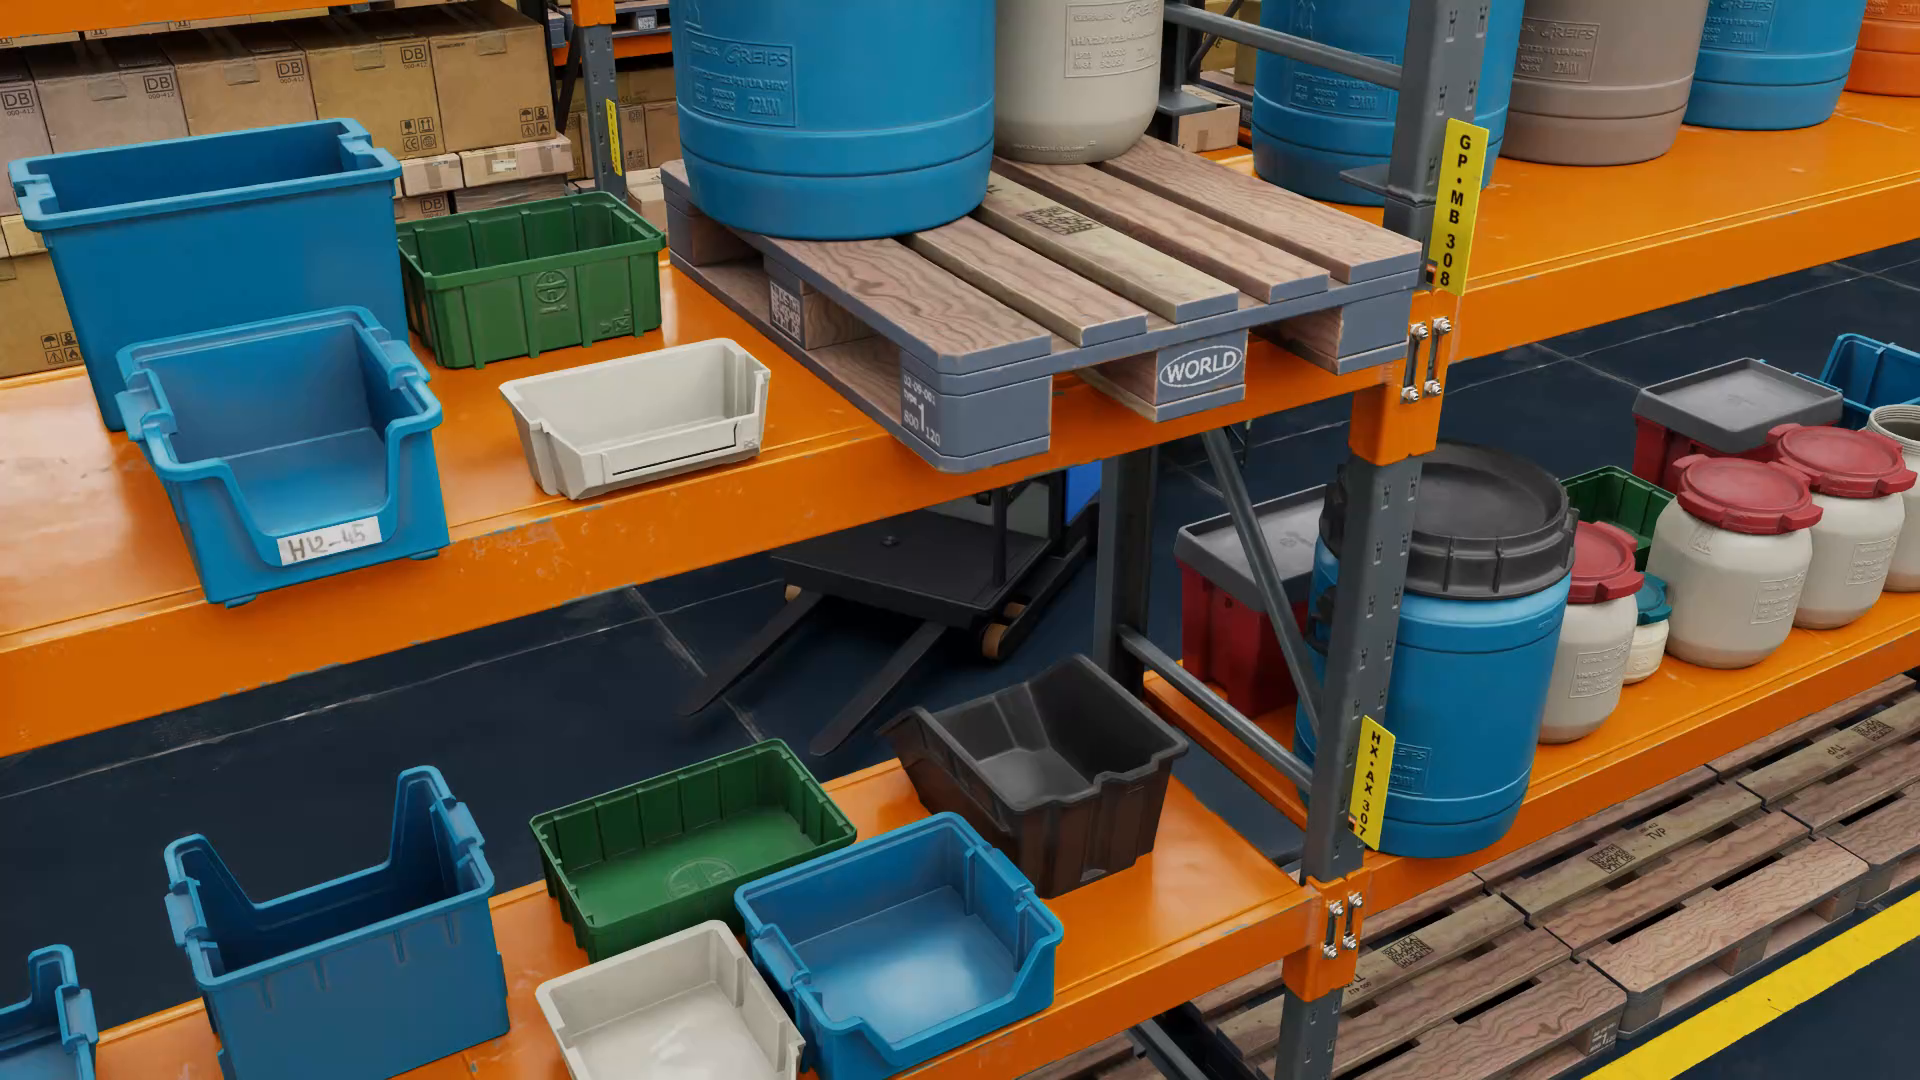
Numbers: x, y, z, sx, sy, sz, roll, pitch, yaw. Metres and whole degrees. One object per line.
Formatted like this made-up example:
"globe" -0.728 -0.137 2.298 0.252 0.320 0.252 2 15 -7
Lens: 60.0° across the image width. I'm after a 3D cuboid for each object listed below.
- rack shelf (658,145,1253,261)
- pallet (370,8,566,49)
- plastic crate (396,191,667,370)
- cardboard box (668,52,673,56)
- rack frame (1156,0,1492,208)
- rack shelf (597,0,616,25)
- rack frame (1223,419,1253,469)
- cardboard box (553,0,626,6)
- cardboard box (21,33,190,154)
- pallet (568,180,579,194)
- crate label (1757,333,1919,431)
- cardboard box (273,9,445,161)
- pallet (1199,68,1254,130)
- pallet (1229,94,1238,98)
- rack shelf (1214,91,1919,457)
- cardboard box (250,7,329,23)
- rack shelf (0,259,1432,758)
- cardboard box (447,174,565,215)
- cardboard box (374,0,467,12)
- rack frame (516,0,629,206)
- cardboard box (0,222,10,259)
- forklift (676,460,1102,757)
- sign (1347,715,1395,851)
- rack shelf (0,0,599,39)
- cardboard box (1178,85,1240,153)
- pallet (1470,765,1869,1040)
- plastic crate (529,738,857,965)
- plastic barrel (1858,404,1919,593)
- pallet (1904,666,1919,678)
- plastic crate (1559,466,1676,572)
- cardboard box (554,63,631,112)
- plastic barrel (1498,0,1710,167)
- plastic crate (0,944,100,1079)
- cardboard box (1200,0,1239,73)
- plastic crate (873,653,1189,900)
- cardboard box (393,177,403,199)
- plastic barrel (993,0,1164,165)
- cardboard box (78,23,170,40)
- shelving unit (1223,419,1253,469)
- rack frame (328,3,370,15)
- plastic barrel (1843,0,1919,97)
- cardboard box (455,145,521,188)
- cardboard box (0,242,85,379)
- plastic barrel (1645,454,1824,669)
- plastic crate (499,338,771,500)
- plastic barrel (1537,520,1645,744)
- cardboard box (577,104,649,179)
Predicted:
"rack shelf" -0.103 -1.787 9.128 4.000 0.370 1.077 -16 33 -26
"pallet" -3.607 -3.718 12.081 1.213 0.211 1.003 -16 33 -26
"plastic crate" -0.819 -0.496 3.159 0.450 0.188 0.336 -16 33 -26
"cardboard box" -2.009 -3.769 13.332 0.500 0.250 0.500 -15 32 -25
"rack frame" 0.679 -2.175 2.877 0.127 3.000 1.000 -16 33 -26
"rack shelf" -0.103 -3.100 8.404 4.000 0.370 1.077 -16 33 -26
"rack frame" 1.506 -1.132 8.749 0.023 1.500 0.400 -5 29 -9
"cardboard box" -2.847 -4.330 12.433 0.500 0.500 0.700 -11 31 -20
"cardboard box" -3.504 -1.744 6.860 0.500 0.500 0.700 -16 33 -26
"pallet" -3.669 -2.646 12.825 1.213 0.211 1.003 -16 33 -26
"crate label" 3.134 -0.412 5.856 0.616 0.435 0.502 -16 33 -26
"cardboard box" -2.641 -1.989 7.303 0.500 0.500 0.700 -16 33 -26
"pallet" 2.170 -2.703 10.242 1.003 0.211 1.213 -16 33 -26
"pallet" 1.930 -4.192 15.628 1.213 0.211 1.003 -16 33 -26
"rack shelf" 2.404 -1.036 4.663 4.000 0.370 1.077 -16 33 -26
"cardboard box" -4.591 -3.702 11.212 0.500 0.500 0.500 -16 33 -26
"rack shelf" -1.045 -0.057 2.889 4.000 0.370 1.077 -16 33 -26
"cardboard box" -2.206 -1.545 7.842 0.500 0.500 0.700 -17 33 -28
"cardboard box" -3.884 -4.022 11.875 0.500 0.500 0.700 -16 33 -26
"rack frame" -1.827 -1.613 8.067 0.127 3.000 1.000 -16 33 -26
"cardboard box" -3.939 -1.221 6.583 0.250 0.149 0.380 -17 33 -28
"forklift" -0.161 -0.996 7.021 1.130 2.935 3.031 13 32 23
"sign" 0.948 0.563 3.840 0.005 0.325 0.100 -16 33 -26
"rack shelf" -3.551 -2.121 6.629 4.000 0.370 1.077 -16 33 -26
"cardboard box" 1.286 -2.482 9.735 0.500 0.311 0.500 -14 32 -23
"pallet" 2.390 1.164 5.923 1.213 0.211 1.003 -16 33 -26
"plastic crate" -0.634 0.759 3.989 0.662 0.188 0.450 -16 33 -26
"plastic barrel" 2.986 -0.132 5.270 0.421 0.512 0.421 0 29 0
"pallet" 4.786 0.483 7.156 1.213 0.211 1.003 -16 33 -26
"plastic crate" 2.038 0.001 5.363 0.662 0.188 0.450 -16 33 -26
"cardboard box" -2.889 -3.527 12.892 0.500 0.250 0.500 -17 33 -28
"plastic barrel" 1.572 -1.456 4.160 0.600 0.901 0.600 0 29 0
"plastic crate" -1.927 1.092 3.320 0.408 0.251 0.499 -16 33 -26
"cardboard box" 2.063 -4.663 15.385 0.750 0.750 0.750 -15 32 -26
"plastic crate" 0.163 0.554 4.206 0.504 0.338 0.767 -16 33 -26
"cardboard box" -2.618 -1.595 7.261 0.250 0.149 0.380 -16 33 -26
"plastic barrel" 0.208 -1.071 3.431 0.421 0.512 0.421 0 29 0
"cardboard box" -5.458 -3.459 10.771 0.500 0.500 0.500 -17 33 -28
"shelving unit" 1.146 -1.100 8.692 0.755 1.500 0.431 -5 29 -9
"rack frame" -4.340 -3.675 11.805 0.127 3.000 1.000 -16 33 -26
"plastic barrel" 2.746 -1.758 4.782 0.708 0.830 0.600 -16 33 -26
"cardboard box" -2.167 -1.725 7.496 0.250 0.149 0.380 -17 33 -27
"cardboard box" -3.985 -1.036 6.919 0.500 0.500 0.700 -16 33 -26
"plastic barrel" 2.248 0.070 4.878 0.433 0.535 0.433 0 29 0
"plastic crate" -0.500 -0.185 2.649 0.396 0.136 0.243 -16 33 -26
"plastic barrel" 1.615 0.250 4.553 0.433 0.535 0.433 0 29 0
"cardboard box" -2.833 -3.216 13.105 0.500 0.500 0.700 -15 32 -26
